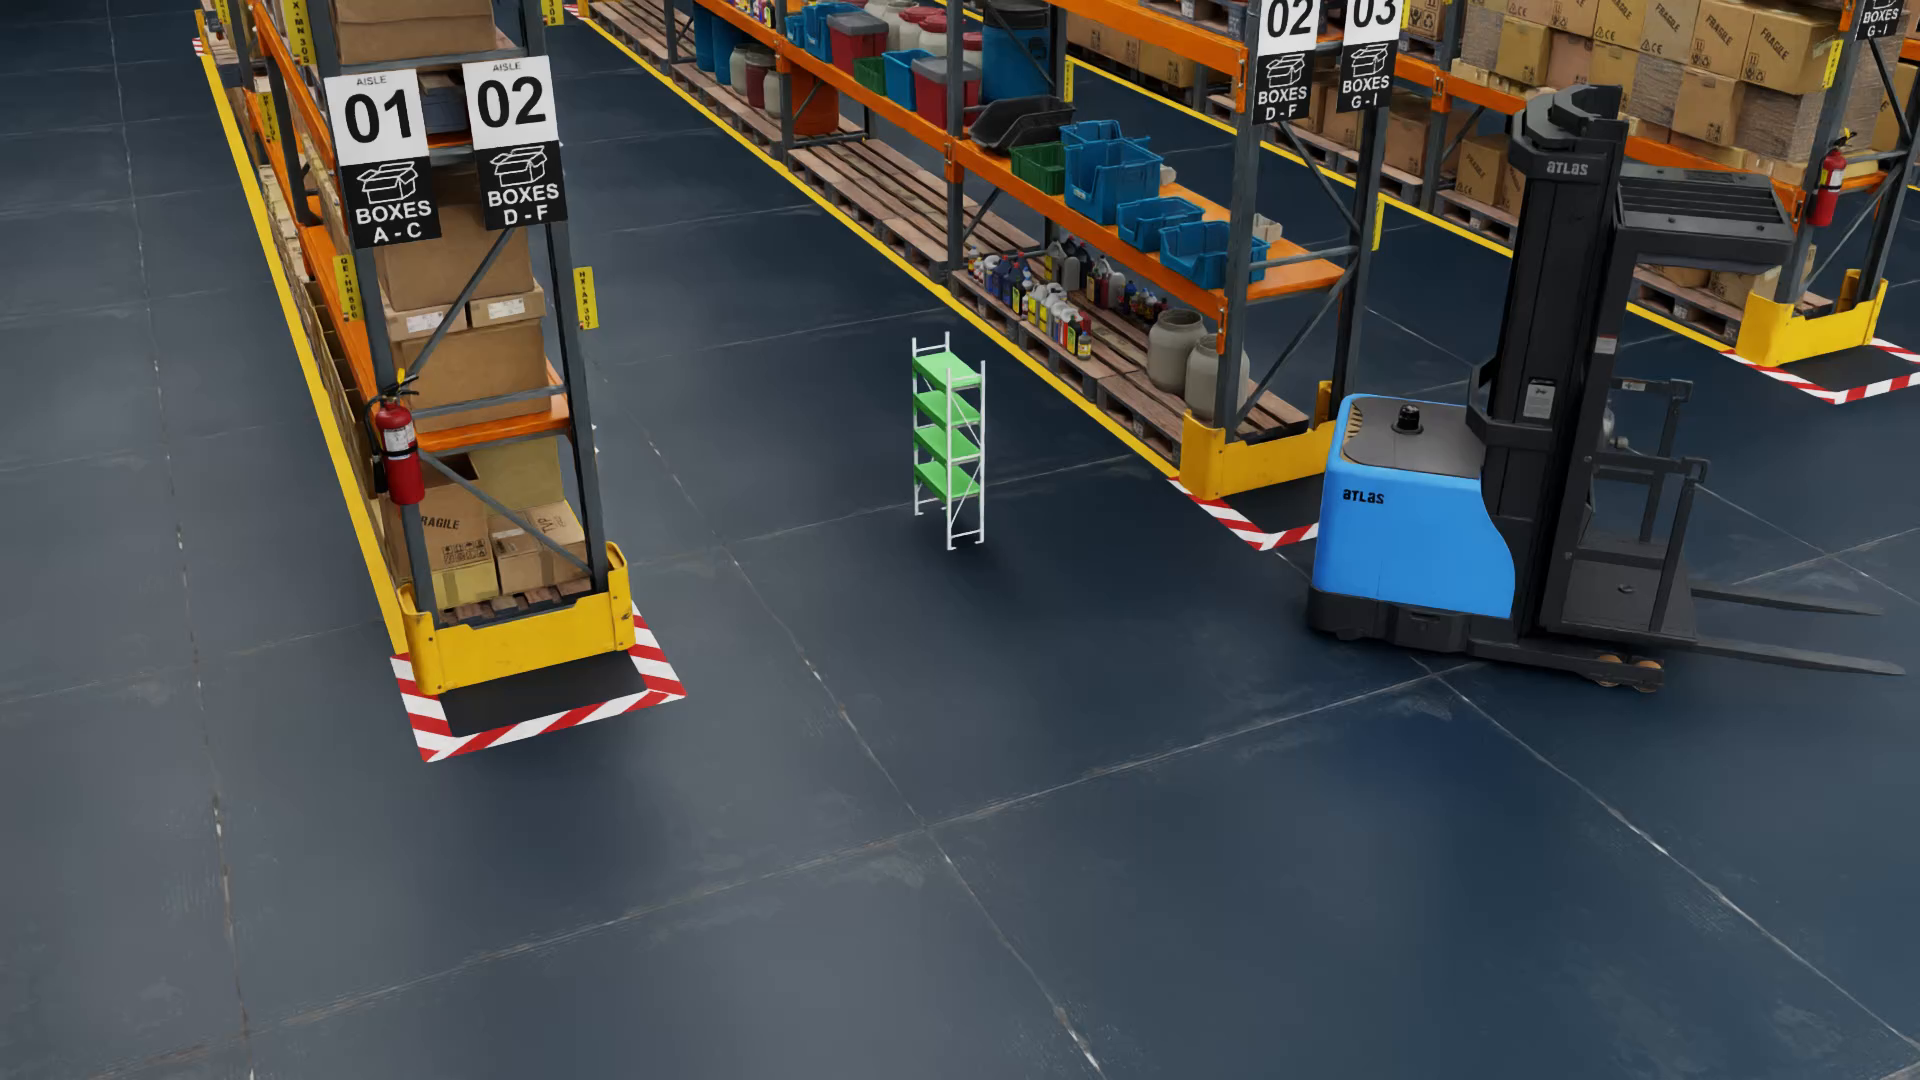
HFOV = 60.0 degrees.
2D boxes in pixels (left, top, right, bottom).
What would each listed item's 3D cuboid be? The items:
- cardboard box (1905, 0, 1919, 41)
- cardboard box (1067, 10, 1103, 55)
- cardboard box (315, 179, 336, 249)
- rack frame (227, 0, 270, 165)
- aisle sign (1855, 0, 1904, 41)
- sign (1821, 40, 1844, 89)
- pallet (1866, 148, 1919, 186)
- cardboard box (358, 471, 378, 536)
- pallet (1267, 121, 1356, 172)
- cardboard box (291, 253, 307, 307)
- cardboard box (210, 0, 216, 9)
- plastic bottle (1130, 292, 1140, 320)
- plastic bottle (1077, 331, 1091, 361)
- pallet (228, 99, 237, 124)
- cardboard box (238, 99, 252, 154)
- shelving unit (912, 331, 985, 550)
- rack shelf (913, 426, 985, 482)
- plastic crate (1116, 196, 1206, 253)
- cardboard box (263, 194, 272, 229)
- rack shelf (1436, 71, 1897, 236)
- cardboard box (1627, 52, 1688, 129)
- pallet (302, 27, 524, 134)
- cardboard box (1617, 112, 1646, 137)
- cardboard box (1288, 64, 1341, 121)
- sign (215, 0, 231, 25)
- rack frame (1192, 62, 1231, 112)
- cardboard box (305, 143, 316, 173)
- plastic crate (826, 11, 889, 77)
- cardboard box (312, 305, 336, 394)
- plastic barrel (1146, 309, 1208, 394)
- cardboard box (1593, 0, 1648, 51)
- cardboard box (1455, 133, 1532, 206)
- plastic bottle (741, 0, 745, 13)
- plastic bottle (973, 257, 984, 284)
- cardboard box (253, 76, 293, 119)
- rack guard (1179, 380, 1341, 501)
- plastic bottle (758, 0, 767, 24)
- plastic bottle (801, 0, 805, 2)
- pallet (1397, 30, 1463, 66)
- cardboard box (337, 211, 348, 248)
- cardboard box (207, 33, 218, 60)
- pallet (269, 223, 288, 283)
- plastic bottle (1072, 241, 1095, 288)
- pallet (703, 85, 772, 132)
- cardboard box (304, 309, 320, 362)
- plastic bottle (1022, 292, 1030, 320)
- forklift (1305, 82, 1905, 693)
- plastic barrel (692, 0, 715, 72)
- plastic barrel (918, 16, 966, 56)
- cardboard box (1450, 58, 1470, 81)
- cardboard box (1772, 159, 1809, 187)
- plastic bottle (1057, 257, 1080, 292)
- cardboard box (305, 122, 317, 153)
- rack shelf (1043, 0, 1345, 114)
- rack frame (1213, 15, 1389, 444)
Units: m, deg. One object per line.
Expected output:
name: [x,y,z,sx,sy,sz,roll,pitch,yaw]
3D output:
cardboard box: [9.794,-5.196,16.269,0.875,0.550,0.550,-13,32,-22]
cardboard box: [2.088,-6.650,20.758,1.225,0.875,0.875,-14,32,-24]
cardboard box: [-3.907,-2.303,11.161,0.700,0.500,0.500,-14,32,-23]
rack frame: [-5.820,-4.221,14.684,1.000,3.000,0.127,-13,32,-22]
aisle sign: [6.318,-3.809,11.291,0.394,0.787,0.004,-13,32,-22]
sign: [6.053,-3.301,11.536,0.100,0.325,0.005,-13,32,-22]
pallet: [9.624,-3.961,17.071,1.003,0.211,1.213,-13,32,-22]
cardboard box: [-3.325,-0.285,10.046,0.500,0.250,0.500,-13,32,-22]
pallet: [3.982,-4.200,17.497,1.003,0.211,1.213,-13,32,-22]
cardboard box: [-4.765,-2.030,12.585,0.500,0.311,0.500,-12,32,-21]
cardboard box: [-7.184,-5.668,16.733,0.700,0.500,0.500,-8,30,-14]
plastic bottle: [1.360,-1.803,12.782,0.097,0.201,0.097,0,29,0]
plastic bottle: [0.905,-1.416,12.093,0.097,0.201,0.097,0,29,0]
pallet: [-7.832,-5.075,19.058,1.003,0.211,1.213,-13,32,-22]
cardboard box: [-6.887,-4.146,16.655,0.500,0.500,0.500,-14,32,-24]
shelving unit: [-0.071,-0.596,10.060,0.258,1.200,0.503,-13,32,-22]
rack shelf: [-0.071,-0.541,10.091,0.258,0.148,0.480,-13,32,-22]
plastic crate: [1.331,-2.107,11.066,0.499,0.251,0.408,-13,32,-22]
cardboard box: [-5.861,-2.912,14.731,0.500,0.250,0.500,-13,32,-22]
rack shelf: [5.704,-3.335,13.840,1.077,0.370,4.000,-13,32,-22]
cardboard box: [5.853,-3.613,13.194,0.875,0.500,0.500,-13,32,-22]
pallet: [-2.666,-2.275,8.236,1.003,0.211,1.213,-13,32,-22]
cardboard box: [5.515,-3.379,13.439,0.380,0.149,0.250,-13,32,-22]
cardboard box: [3.684,-4.867,17.942,0.700,0.500,0.500,-16,33,-26]
sign: [-6.306,-4.574,14.209,0.100,0.325,0.005,-13,32,-22]
rack frame: [3.128,-6.300,18.390,1.000,3.000,0.127,-13,32,-22]
cardboard box: [-4.055,-2.511,10.868,0.380,0.149,0.250,-13,32,-21]
plastic crate: [-0.928,-4.509,15.133,0.402,0.464,0.583,-13,32,-22]
cardboard box: [-3.965,-1.275,11.046,0.500,0.500,0.500,-13,32,-22]
plastic barrel: [1.523,-1.320,11.624,0.421,0.512,0.421,0,29,0]
cardboard box: [5.464,-4.230,13.271,0.500,0.500,0.500,-13,32,-22]
cardboard box: [4.981,-3.440,15.418,0.500,0.500,0.500,-14,32,-23]
plastic bottle: [-2.245,-5.634,17.406,0.097,0.201,0.097,0,29,0]
plastic bottle: [0.157,-2.186,13.466,0.097,0.201,0.097,0,29,0]
cardboard box: [-5.611,-3.747,13.929,0.500,0.311,0.500,-13,32,-23]
rack guard: [2.014,-0.659,10.887,1.175,0.500,0.348,-13,32,-22]
plastic bottle: [-2.003,-5.400,16.905,0.061,0.283,0.133,-13,32,-22]
plastic bottle: [-1.661,-5.928,17.859,0.097,0.271,0.097,0,29,0]
pallet: [4.649,-4.817,15.943,1.003,0.211,1.213,-13,32,-22]
cardboard box: [-3.390,-1.827,9.649,0.380,0.149,0.250,-14,32,-23]
cardboard box: [-8.848,-6.006,20.229,0.500,0.250,0.500,-13,32,-22]
pallet: [-5.502,-2.633,14.703,1.003,0.211,1.213,-13,32,-22]
plastic bottle: [0.991,-2.220,13.374,0.144,0.351,0.185,-15,32,-24]
pallet: [-2.241,-4.921,18.783,1.003,0.211,1.213,-13,32,-22]
cardboard box: [-4.543,-1.560,12.321,0.500,0.250,0.500,-13,32,-22]
plastic bottle: [0.525,-1.807,12.790,0.097,0.201,0.097,0,29,0]
forklift: [3.501,-0.764,8.588,3.031,2.935,1.130,8,30,15]
plastic barrel: [-2.844,-6.051,19.662,0.600,0.901,0.708,-13,32,-22]
plastic barrel: [-0.155,-4.345,14.765,0.433,0.535,0.433,0,29,0]
cardboard box: [4.666,-4.265,15.019,0.380,0.149,0.250,-13,32,-22]
cardboard box: [6.254,-2.739,12.297,0.380,0.149,0.250,-13,32,-22]
plastic bottle: [0.868,-2.146,13.317,0.152,0.276,0.135,-13,32,-22]
cardboard box: [-3.907,-2.869,10.844,0.700,0.500,0.500,-13,32,-22]
rack shelf: [1.231,-3.604,11.251,1.077,0.370,4.000,-13,32,-22]
rack frame: [2.089,-1.726,10.234,1.000,3.000,0.127,-13,32,-22]
